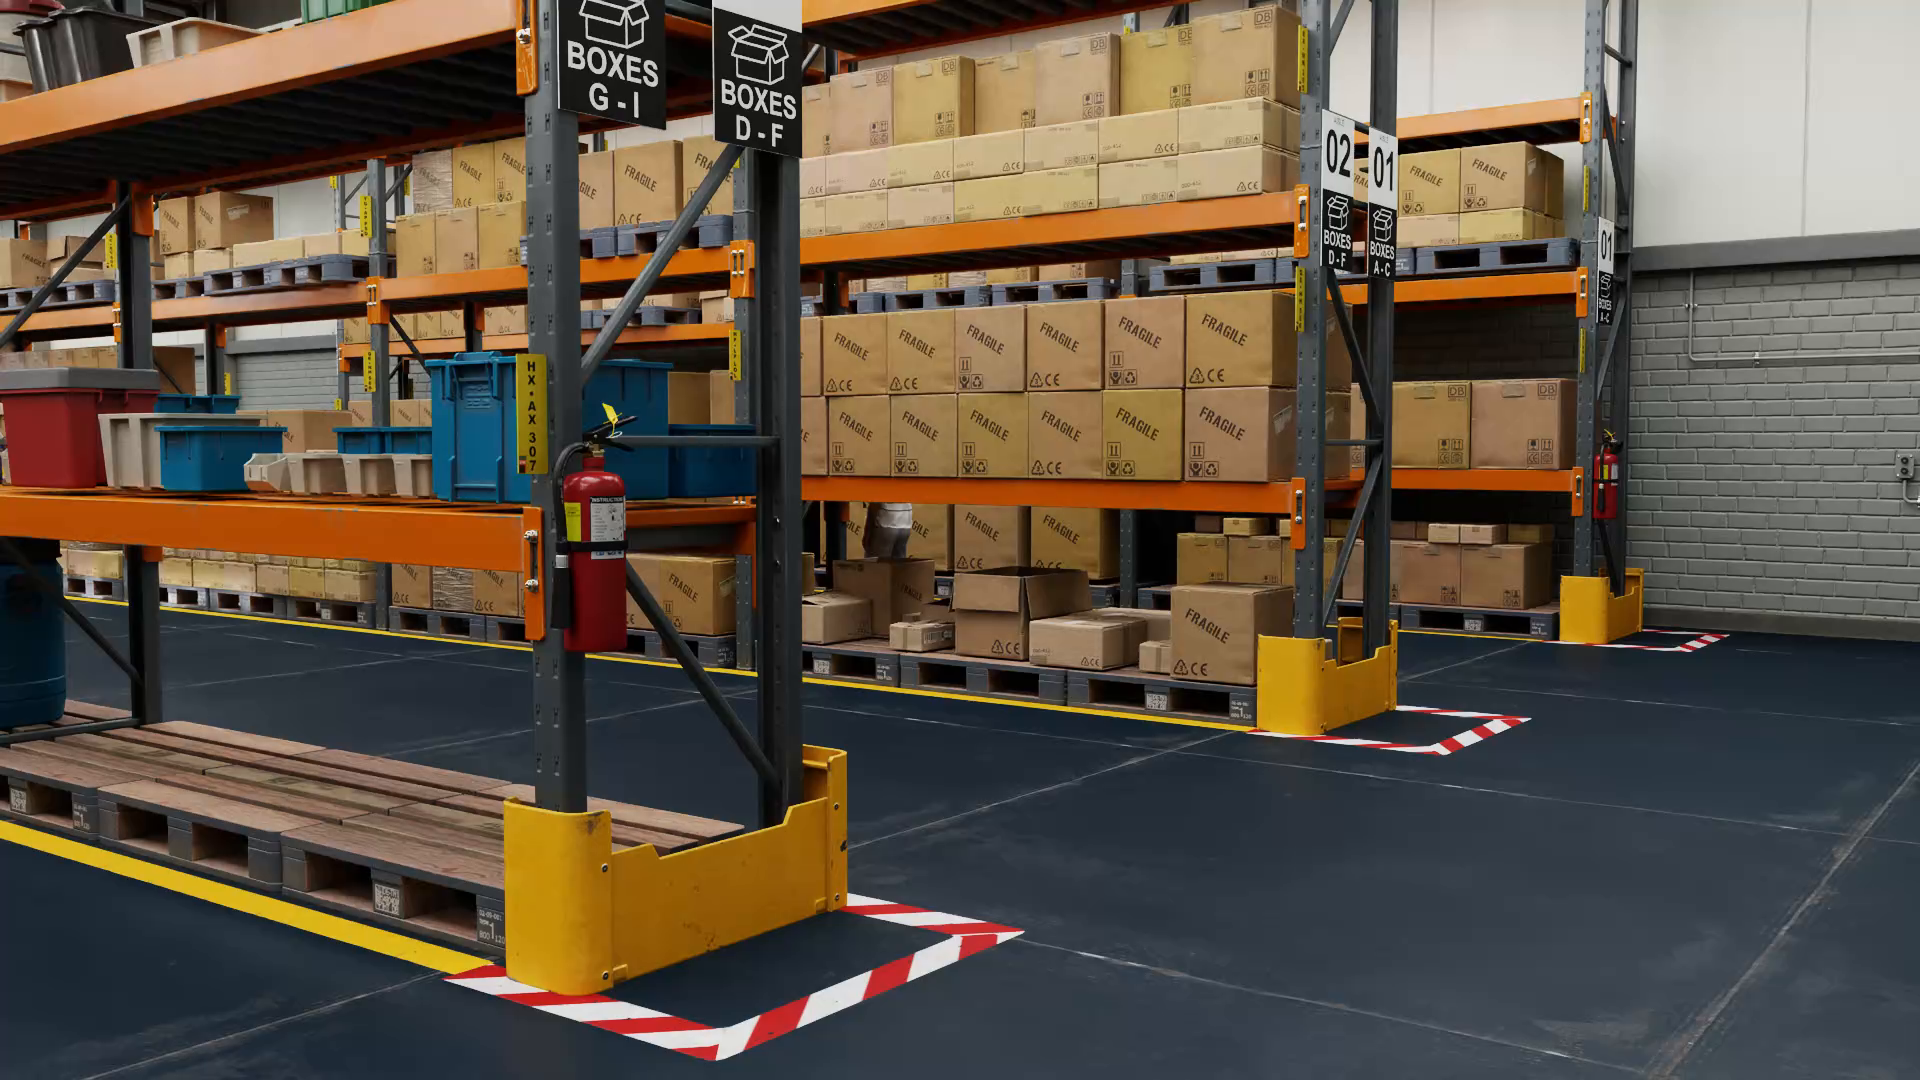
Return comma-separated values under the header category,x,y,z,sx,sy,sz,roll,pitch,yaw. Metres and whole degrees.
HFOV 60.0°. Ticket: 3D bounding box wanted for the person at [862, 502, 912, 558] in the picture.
category,x,y,z,sx,sy,sz,roll,pitch,yaw
person,-0.581,-0.067,12.839,0.395,1.656,0.513,2,4,31
